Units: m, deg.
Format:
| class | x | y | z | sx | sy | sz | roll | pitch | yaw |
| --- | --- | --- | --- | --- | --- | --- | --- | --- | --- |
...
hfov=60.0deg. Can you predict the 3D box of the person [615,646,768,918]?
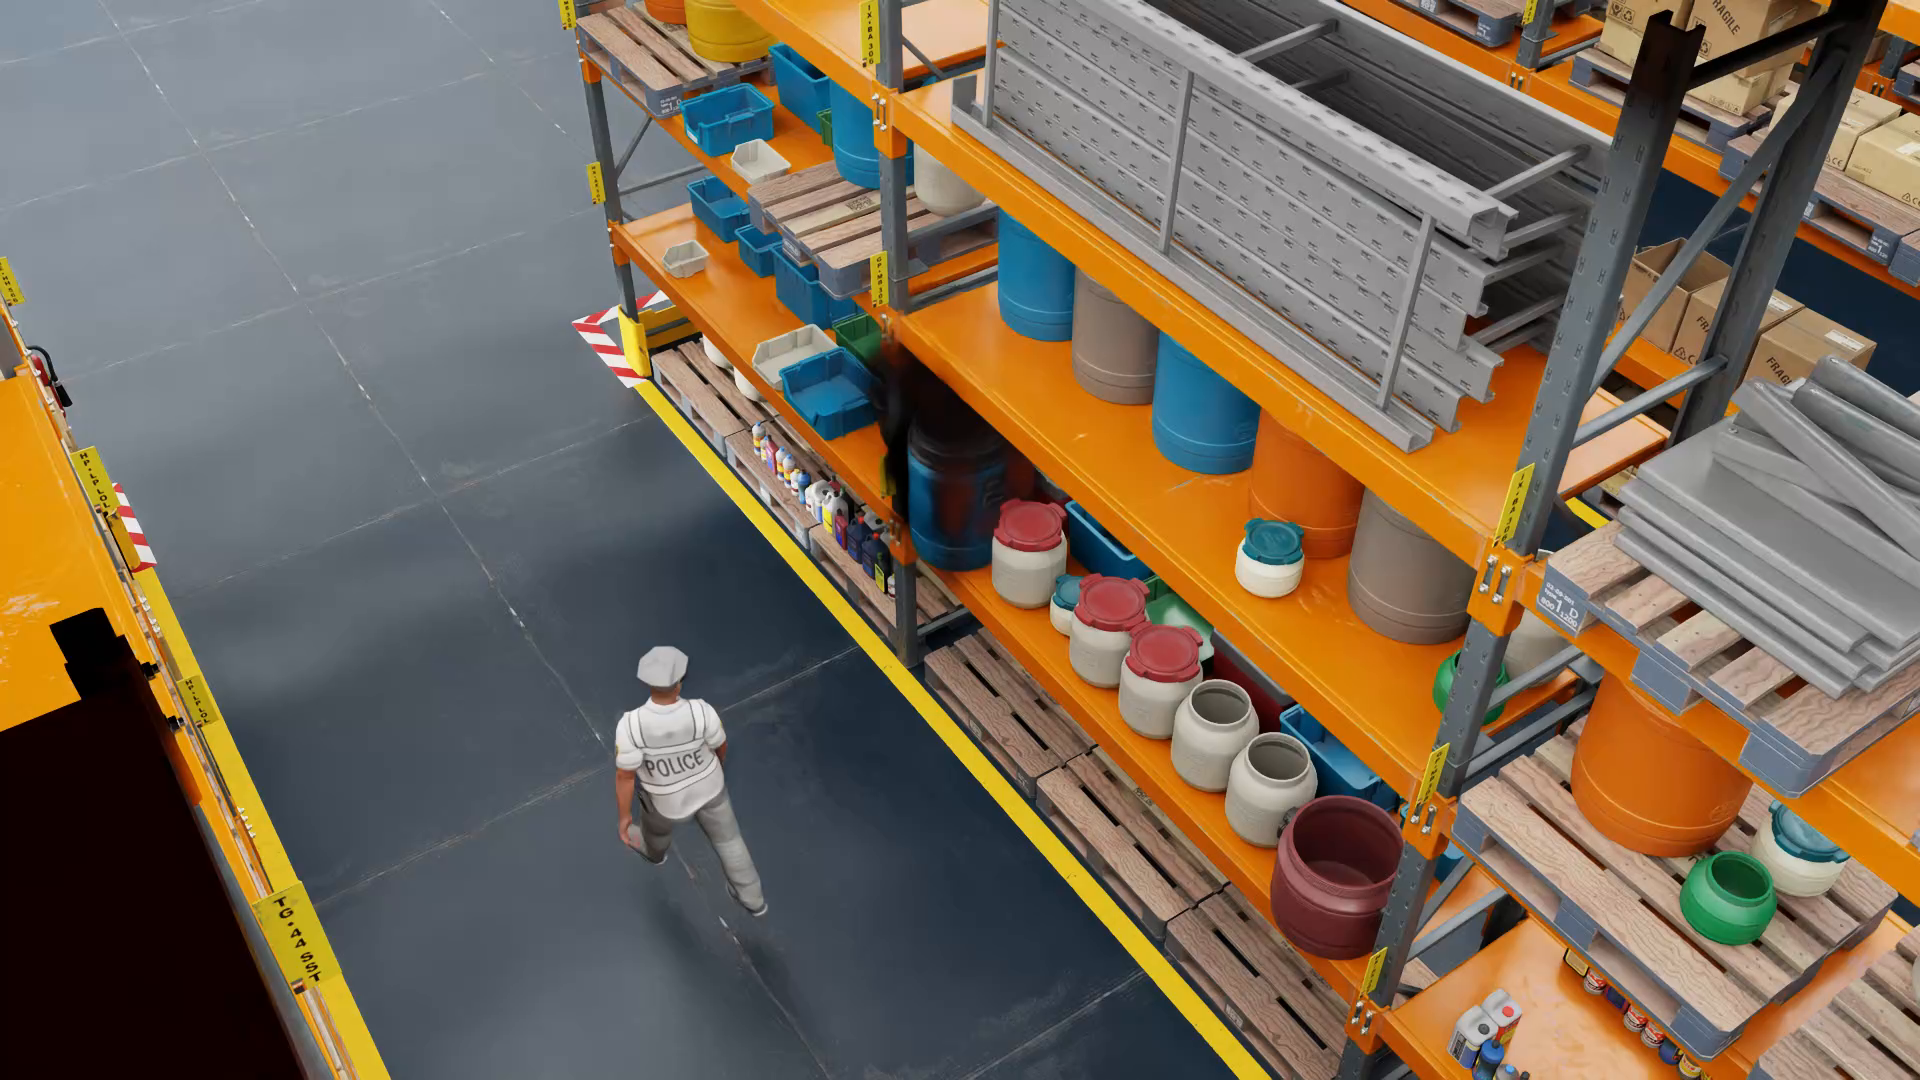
| class | x | y | z | sx | sy | sz | roll | pitch | yaw |
| --- | --- | --- | --- | --- | --- | --- | --- | --- | --- |
| person | -1.517 | 1.271 | 8.679 | 0.720 | 1.695 | 1.008 | -31 | 51 | -29 |
